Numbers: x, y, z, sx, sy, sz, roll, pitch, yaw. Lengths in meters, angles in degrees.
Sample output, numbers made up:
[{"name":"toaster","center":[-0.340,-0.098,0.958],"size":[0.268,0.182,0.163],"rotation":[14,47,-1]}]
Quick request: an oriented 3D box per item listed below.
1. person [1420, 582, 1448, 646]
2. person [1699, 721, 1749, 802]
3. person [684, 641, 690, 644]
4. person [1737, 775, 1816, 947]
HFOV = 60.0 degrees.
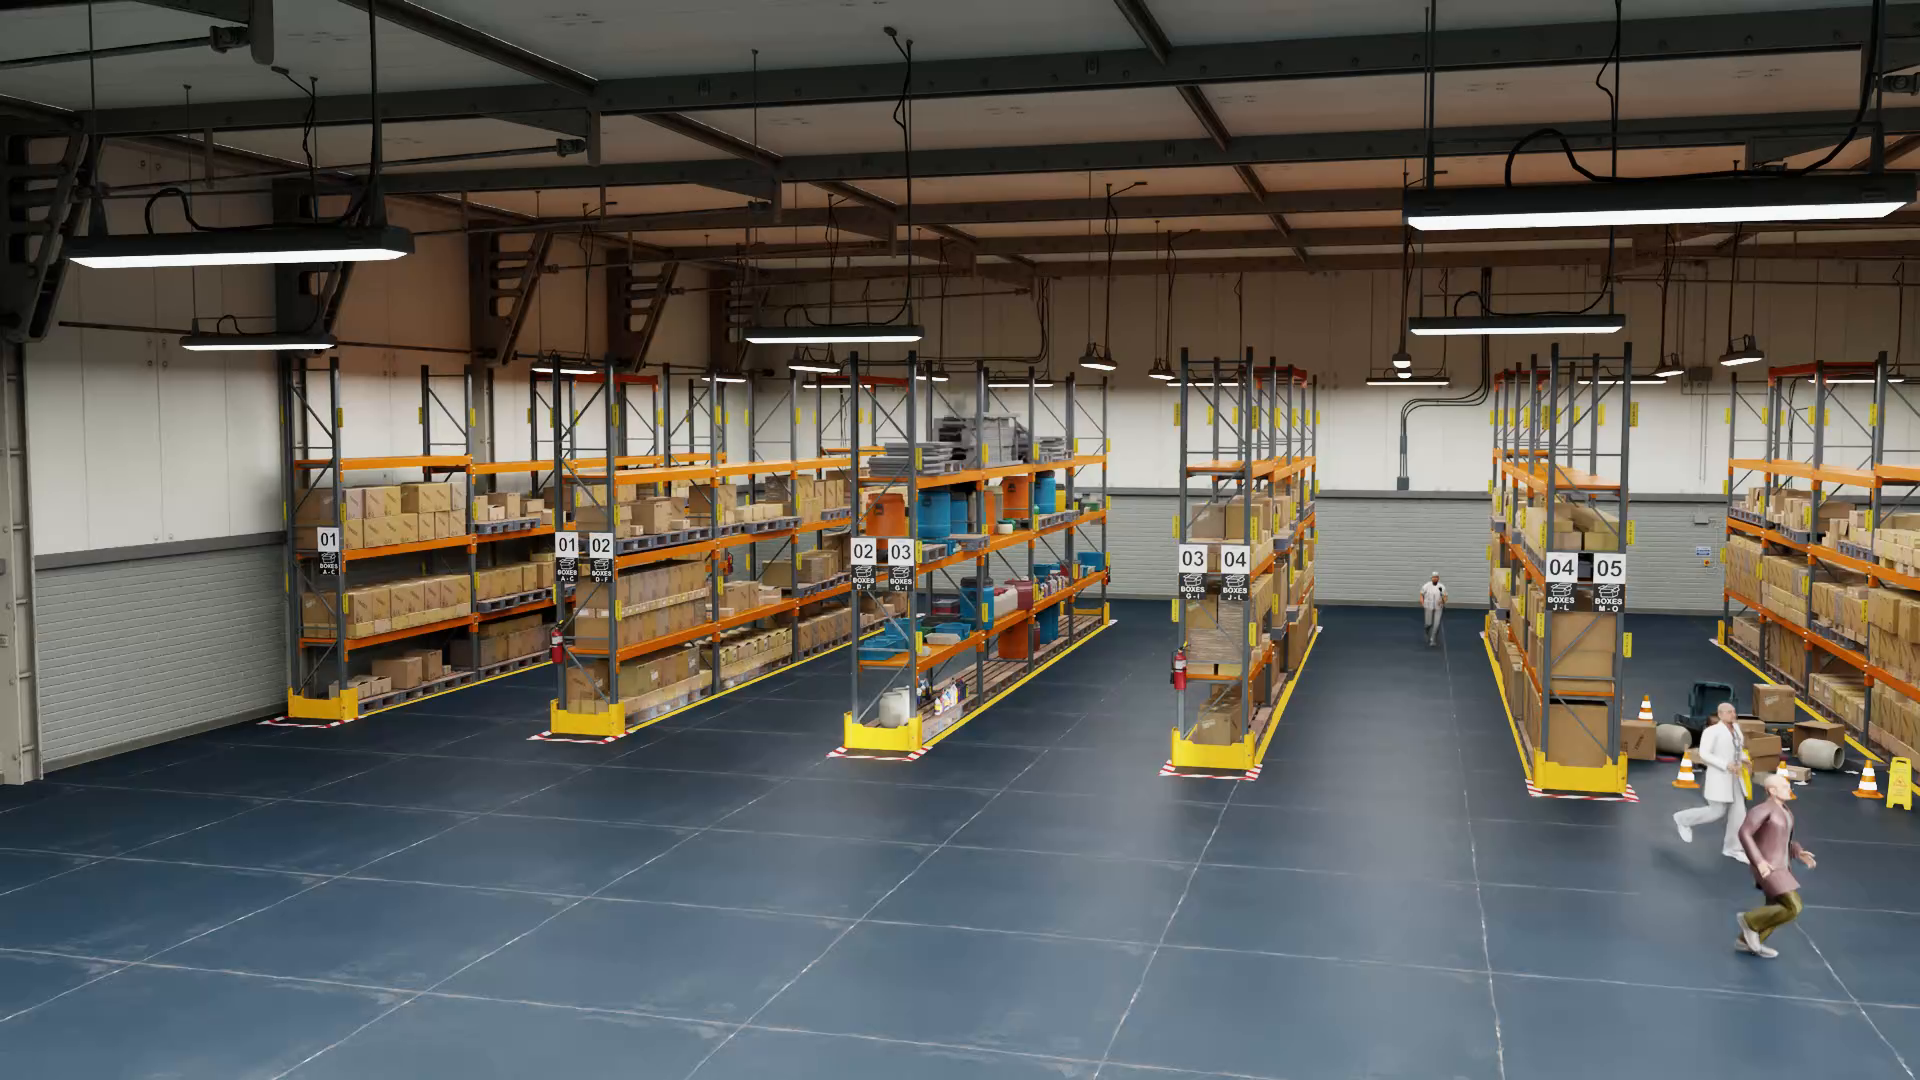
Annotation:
[{"name":"person","center":[10.413,1.621,36.547],"size":[0.574,1.415,0.517],"rotation":[1,4,12]},{"name":"person","center":[8.747,2.518,18.958],"size":[0.711,0.931,0.414],"rotation":[-2,5,-28]},{"name":"person","center":[-5.564,1.598,33.831],"size":[0.590,1.565,0.705],"rotation":[1,4,12]},{"name":"person","center":[7.525,2.990,15.348],"size":[0.632,1.652,0.660],"rotation":[4,6,44]}]
